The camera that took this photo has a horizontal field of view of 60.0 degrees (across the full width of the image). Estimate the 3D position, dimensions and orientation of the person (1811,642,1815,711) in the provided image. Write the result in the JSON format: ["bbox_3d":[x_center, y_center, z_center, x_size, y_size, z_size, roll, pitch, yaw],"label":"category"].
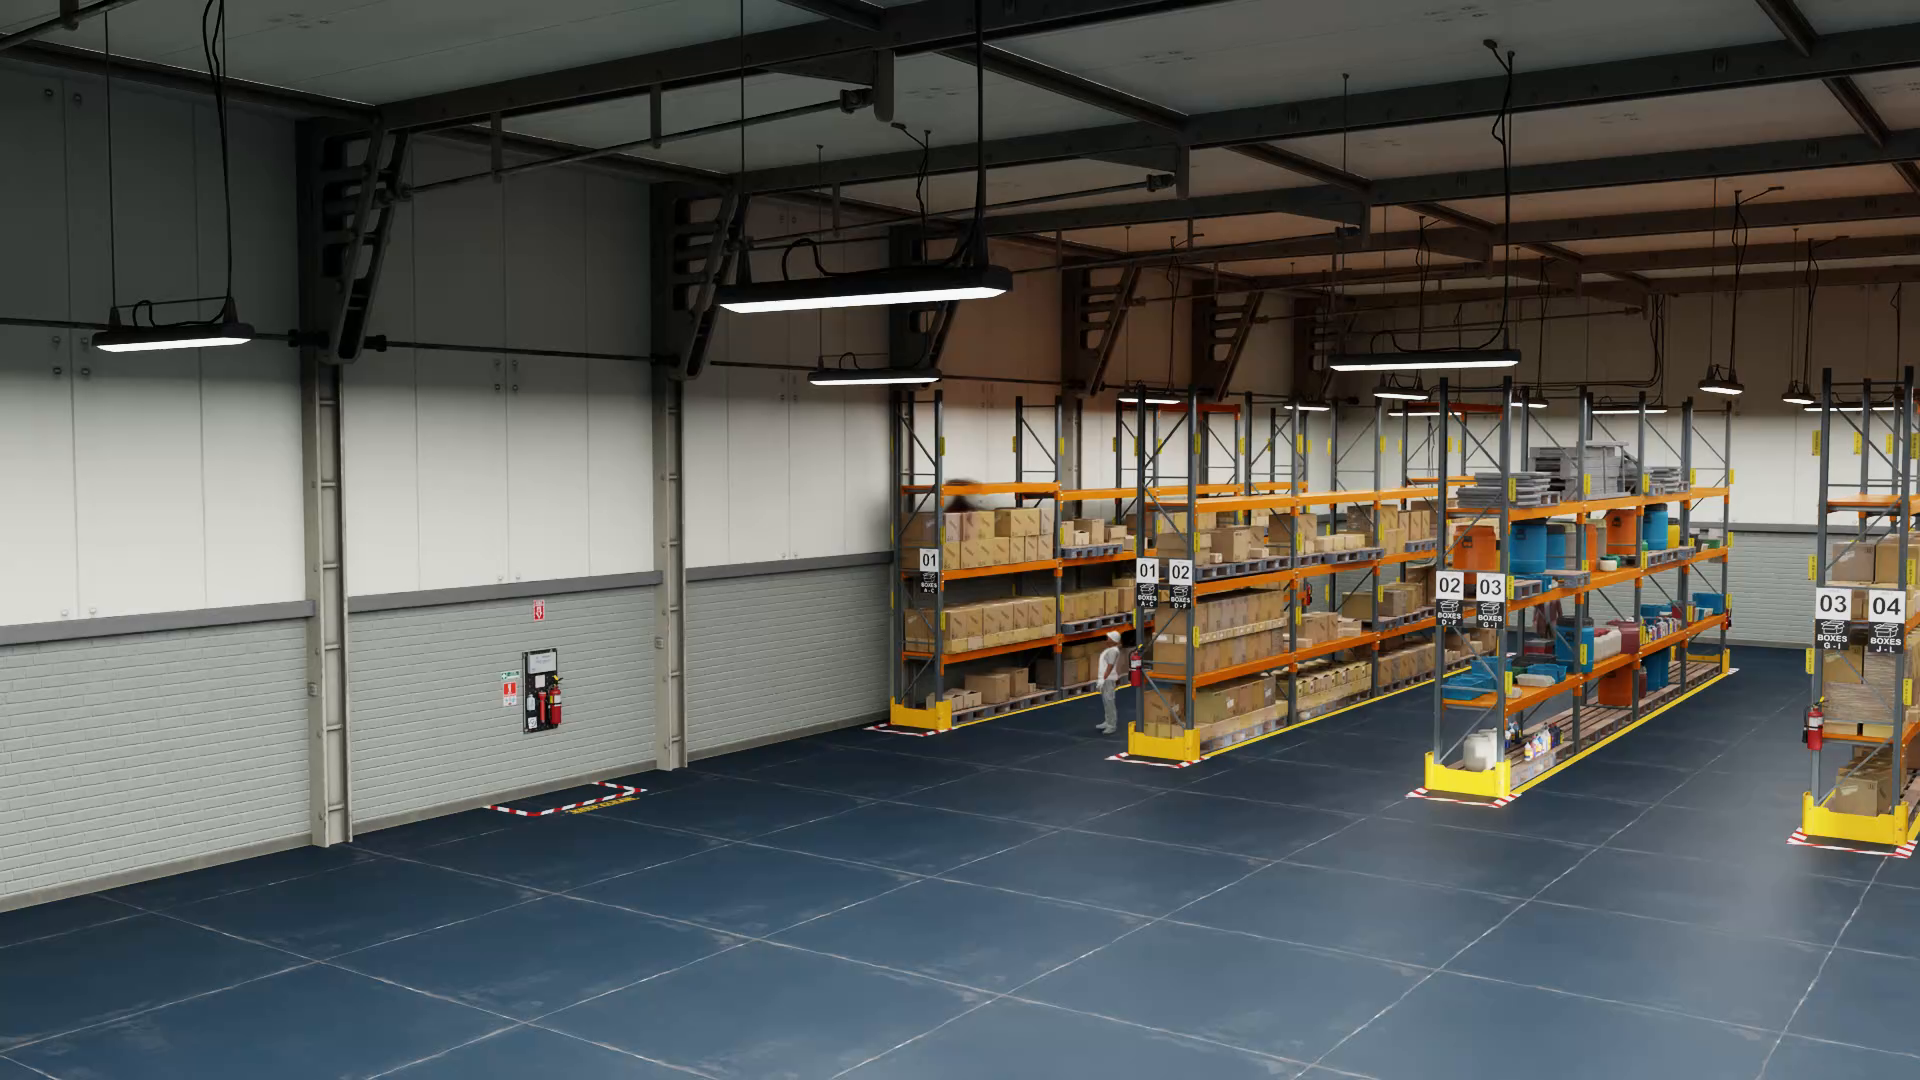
[{"bbox_3d":[15.920,2.408,30.594,0.499,1.726,1.033,2,4,32],"label":"person"}]

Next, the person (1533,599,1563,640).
[{"bbox_3d":[13.643,1.939,38.570,0.683,1.735,1.004,1,3,17],"label":"person"}]

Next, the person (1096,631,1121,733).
[{"bbox_3d":[2.586,2.491,29.287,0.493,1.792,0.600,-1,3,-11],"label":"person"}]
